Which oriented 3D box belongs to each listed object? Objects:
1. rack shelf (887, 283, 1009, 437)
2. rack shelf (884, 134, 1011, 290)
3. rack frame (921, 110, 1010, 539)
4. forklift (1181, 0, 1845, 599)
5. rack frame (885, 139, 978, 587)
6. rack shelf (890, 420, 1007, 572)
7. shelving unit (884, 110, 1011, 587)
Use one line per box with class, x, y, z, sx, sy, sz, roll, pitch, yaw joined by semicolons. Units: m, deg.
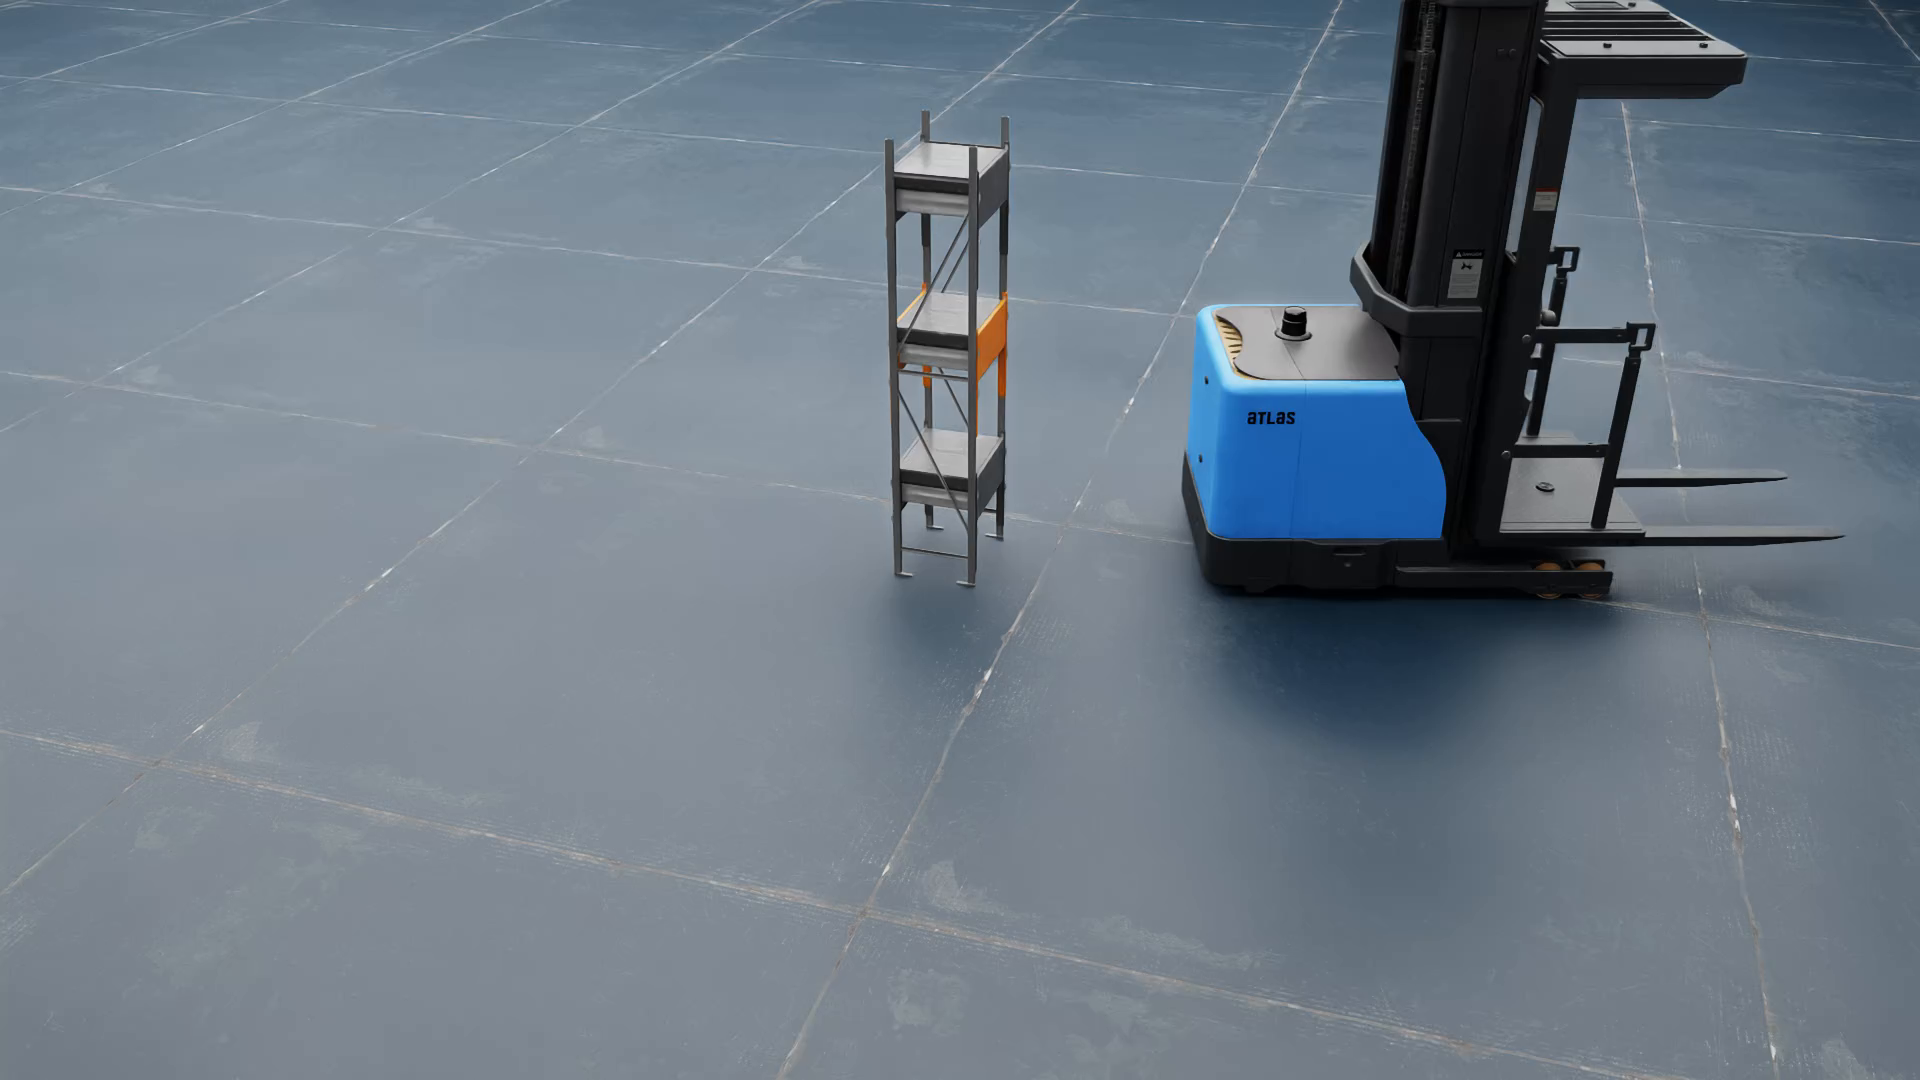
rack shelf;-0.049;-0.829;7.608;0.431;0.518;0.480;8;30;15
rack shelf;-0.049;-1.440;7.268;0.431;0.518;0.480;8;30;15
rack frame;0.023;-0.954;7.805;0.400;2.100;0.015;8;30;15
forklift;2.655;-1.265;7.509;3.031;2.935;1.130;0;29;0
rack frame;-0.120;-0.727;7.397;0.400;2.100;0.015;8;30;15
rack shelf;-0.049;-0.217;7.948;0.431;0.518;0.480;8;30;15
shelving unit;-0.049;-0.841;7.601;0.431;2.100;0.503;8;30;15
